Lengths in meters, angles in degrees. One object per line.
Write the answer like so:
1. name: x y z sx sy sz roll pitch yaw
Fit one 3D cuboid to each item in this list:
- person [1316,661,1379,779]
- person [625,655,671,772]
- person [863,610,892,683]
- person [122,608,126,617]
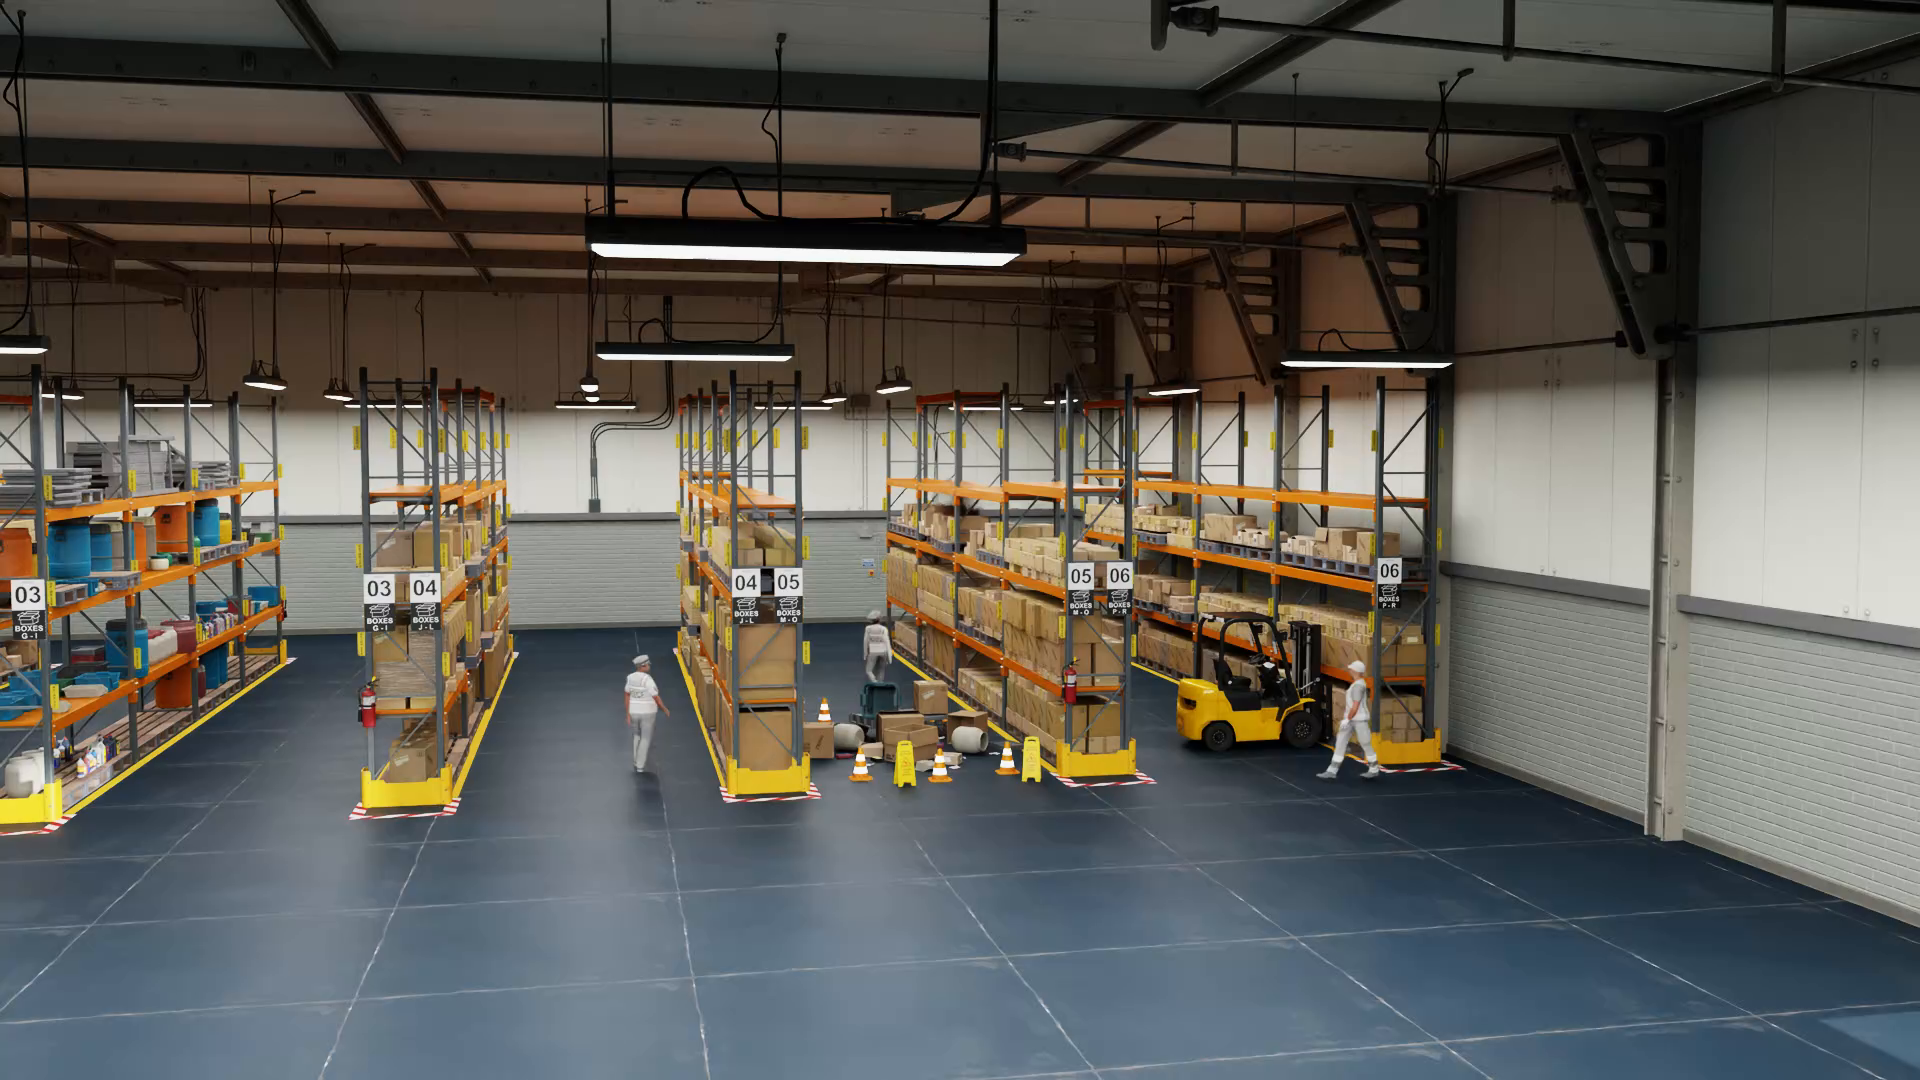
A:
1. person: 5.754 2.649 24.435 0.971 1.742 0.476 -2 4 -28
2. person: -4.763 2.653 25.202 0.654 1.839 0.636 1 4 21
3. person: -1.555 2.144 31.419 0.507 1.657 0.707 -1 4 -14
4. person: -16.883 2.146 33.871 0.549 1.615 0.973 -1 4 -21
